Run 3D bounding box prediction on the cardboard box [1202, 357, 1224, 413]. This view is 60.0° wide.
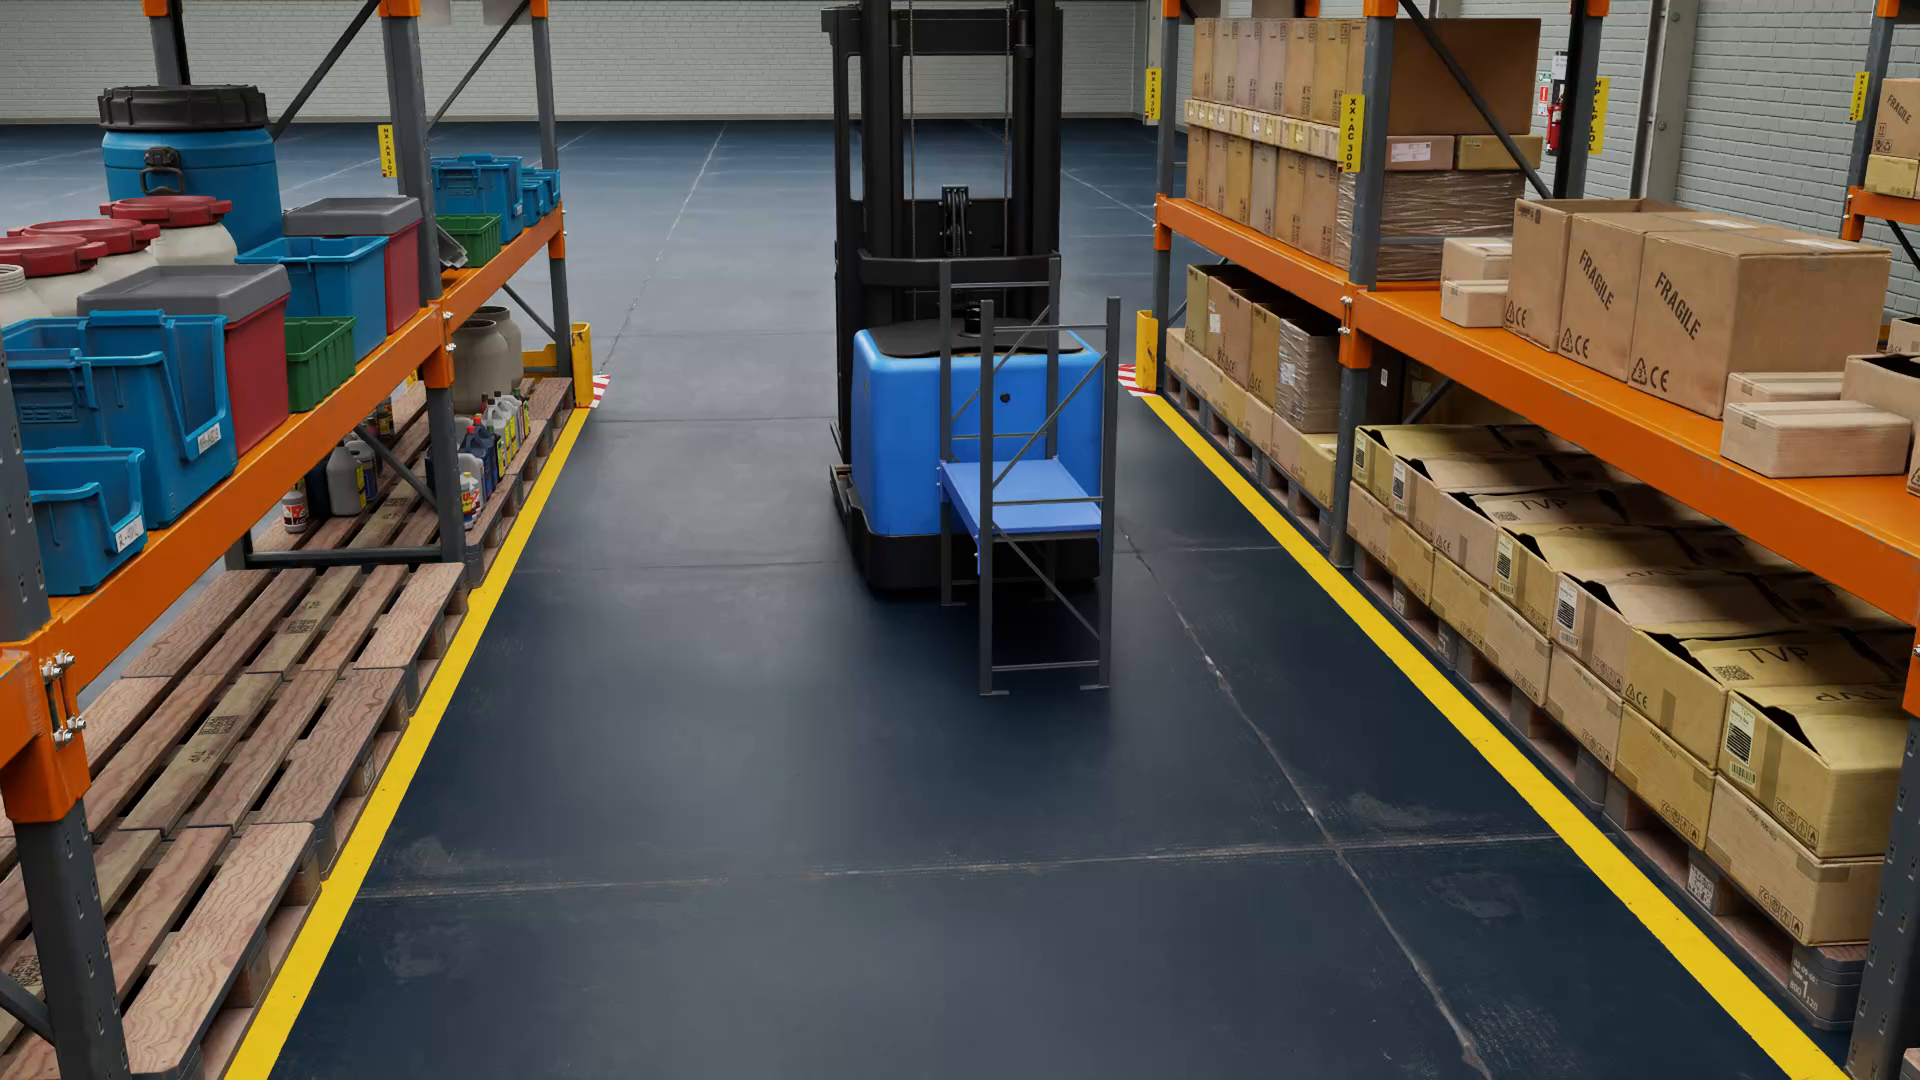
[{"bbox_3d":[1.770,-0.940,10.052,0.500,0.250,0.500,-2,18,-6],"label":"cardboard box"}]

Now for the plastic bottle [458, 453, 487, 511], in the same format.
[{"bbox_3d":[-2.343,-0.286,7.894,0.152,0.276,0.135,-1,17,-4],"label":"plastic bottle"}]

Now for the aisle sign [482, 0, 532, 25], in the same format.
[{"bbox_3d":[-2.810,-3.635,10.406,0.394,0.787,0.004,-2,18,-6],"label":"aisle sign"}]

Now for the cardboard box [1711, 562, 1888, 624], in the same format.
[{"bbox_3d":[2.780,0.238,5.363,0.500,0.311,0.500,-2,18,-7],"label":"cardboard box"}]

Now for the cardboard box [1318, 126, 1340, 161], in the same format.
[{"bbox_3d":[1.948,-1.907,7.994,0.380,0.149,0.250,-2,18,-7],"label":"cardboard box"}]

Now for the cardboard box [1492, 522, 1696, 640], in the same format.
[{"bbox_3d":[2.197,0.109,5.775,0.500,0.311,0.500,-1,17,-4],"label":"cardboard box"}]

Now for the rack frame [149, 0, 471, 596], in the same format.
[{"bbox_3d":[-2.685,-1.172,6.902,1.000,3.000,0.127,-2,18,-6],"label":"rack frame"}]

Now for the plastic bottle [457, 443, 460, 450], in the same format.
[{"bbox_3d":[-2.491,-0.373,8.178,0.097,0.271,0.097,0,17,0],"label":"plastic bottle"}]

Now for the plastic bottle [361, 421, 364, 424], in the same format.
[{"bbox_3d":[-3.154,-0.530,8.677,0.097,0.271,0.097,0,17,0],"label":"plastic bottle"}]

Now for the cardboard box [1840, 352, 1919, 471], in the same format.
[{"bbox_3d":[2.755,-0.362,4.471,0.500,0.311,0.500,-2,18,-6],"label":"cardboard box"}]

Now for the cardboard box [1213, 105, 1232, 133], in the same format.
[{"bbox_3d":[1.734,-2.521,9.949,0.380,0.149,0.250,-2,18,-6],"label":"cardboard box"}]

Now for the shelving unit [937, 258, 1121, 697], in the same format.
[{"bbox_3d":[0.243,-0.289,6.592,0.538,1.500,1.048,-3,18,-8],"label":"shelving unit"}]

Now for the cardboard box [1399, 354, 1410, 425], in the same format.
[{"bbox_3d":[2.446,-0.867,8.567,0.500,0.500,0.500,-2,18,-6],"label":"cardboard box"}]

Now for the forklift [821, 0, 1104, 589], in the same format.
[{"bbox_3d":[-0.096,-1.585,8.331,1.130,2.935,3.031,-3,18,-8],"label":"forklift"}]

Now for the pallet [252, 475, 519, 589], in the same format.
[{"bbox_3d":[-2.713,-0.043,7.961,1.003,0.211,1.213,-2,18,-6],"label":"pallet"}]

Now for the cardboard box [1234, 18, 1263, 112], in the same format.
[{"bbox_3d":[1.983,-2.720,9.501,0.700,0.500,0.500,-2,18,-5],"label":"cardboard box"}]

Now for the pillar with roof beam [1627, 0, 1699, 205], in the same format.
[{"bbox_3d":[2.788,-7.005,15.466,9.100,9.000,0.400,-2,18,-6],"label":"pillar with roof beam"}]

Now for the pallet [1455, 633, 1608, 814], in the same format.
[{"bbox_3d":[2.486,0.589,5.948,1.003,0.211,1.213,-2,18,-6],"label":"pallet"}]

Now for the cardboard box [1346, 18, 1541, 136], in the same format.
[{"bbox_3d":[2.190,-2.123,7.597,0.700,0.500,0.500,-2,18,-5],"label":"cardboard box"}]

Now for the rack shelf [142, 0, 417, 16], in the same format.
[{"bbox_3d":[-2.479,-1.664,4.663,1.077,0.370,4.000,-2,18,-6],"label":"rack shelf"}]

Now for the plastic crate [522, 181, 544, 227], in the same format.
[{"bbox_3d":[-2.687,-1.959,9.658,0.499,0.251,0.408,-2,18,-6],"label":"plastic crate"}]

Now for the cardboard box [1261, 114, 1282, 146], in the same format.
[{"bbox_3d":[1.841,-2.213,8.968,0.380,0.149,0.250,-1,17,-4],"label":"cardboard box"}]

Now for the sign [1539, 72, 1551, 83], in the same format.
[{"bbox_3d":[6.890,-5.449,19.582,0.001,0.109,0.331,-2,18,-6],"label":"sign"}]

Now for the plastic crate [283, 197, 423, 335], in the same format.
[{"bbox_3d":[-2.331,-1.068,6.463,0.402,0.464,0.583,-2,18,-6],"label":"plastic crate"}]

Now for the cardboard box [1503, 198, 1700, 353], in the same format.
[{"bbox_3d":[2.359,-0.985,6.141,0.500,0.500,0.500,-1,17,-2],"label":"cardboard box"}]

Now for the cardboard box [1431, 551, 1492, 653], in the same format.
[{"bbox_3d":[2.145,0.222,6.351,0.500,0.250,0.500,-2,18,-7],"label":"cardboard box"}]

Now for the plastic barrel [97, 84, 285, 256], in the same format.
[{"bbox_3d":[-2.947,-1.287,6.431,0.600,0.901,0.708,-2,18,-6],"label":"plastic barrel"}]

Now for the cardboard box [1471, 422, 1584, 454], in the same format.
[{"bbox_3d":[2.569,-0.368,7.295,0.500,0.311,0.500,-2,18,-6],"label":"cardboard box"}]

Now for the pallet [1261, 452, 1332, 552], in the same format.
[{"bbox_3d":[2.201,-0.232,8.563,1.003,0.211,1.213,-2,18,-6],"label":"pallet"}]

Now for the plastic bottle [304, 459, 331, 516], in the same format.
[{"bbox_3d":[-3.039,-0.301,7.816,0.144,0.351,0.185,-2,18,-7],"label":"plastic bottle"}]

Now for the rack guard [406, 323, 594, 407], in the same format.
[{"bbox_3d":[-3.043,-1.150,11.005,1.175,0.500,0.348,-2,18,-6],"label":"rack guard"}]

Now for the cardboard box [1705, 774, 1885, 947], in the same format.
[{"bbox_3d":[2.358,0.830,4.414,0.500,0.250,0.500,-1,17,-4],"label":"cardboard box"}]

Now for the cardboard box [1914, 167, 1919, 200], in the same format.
[{"bbox_3d":[6.558,-2.298,10.707,0.500,0.250,0.500,-2,18,-7],"label":"cardboard box"}]

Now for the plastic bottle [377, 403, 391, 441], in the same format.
[{"bbox_3d":[-3.210,-0.658,9.202,0.097,0.201,0.097,0,17,0],"label":"plastic bottle"}]

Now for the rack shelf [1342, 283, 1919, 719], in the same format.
[{"bbox_3d":[2.448,-0.385,5.596,1.077,0.370,4.000,-2,18,-6],"label":"rack shelf"}]

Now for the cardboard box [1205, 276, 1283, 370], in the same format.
[{"bbox_3d":[1.781,-1.298,9.940,0.500,0.500,0.500,-2,18,-6],"label":"cardboard box"}]

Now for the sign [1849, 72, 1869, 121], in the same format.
[{"bbox_3d":[6.216,-3.066,11.490,0.100,0.325,0.005,-2,18,-6],"label":"sign"}]

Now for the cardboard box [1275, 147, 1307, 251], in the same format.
[{"bbox_3d":[2.081,-1.810,8.768,0.700,0.500,0.500,-2,17,-5],"label":"cardboard box"}]

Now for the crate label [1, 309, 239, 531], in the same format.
[{"bbox_3d":[-2.106,-0.301,4.070,0.502,0.435,0.616,-2,18,-6],"label":"crate label"}]

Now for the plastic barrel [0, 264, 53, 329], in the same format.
[{"bbox_3d":[-2.635,-0.459,4.444,0.421,0.512,0.421,0,17,0],"label":"plastic barrel"}]

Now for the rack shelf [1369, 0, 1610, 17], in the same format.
[{"bbox_3d":[2.448,-1.816,5.147,1.077,0.370,4.000,-2,18,-6],"label":"rack shelf"}]

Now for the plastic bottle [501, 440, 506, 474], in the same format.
[{"bbox_3d":[-2.381,-0.441,8.512,0.097,0.201,0.097,0,17,0],"label":"plastic bottle"}]

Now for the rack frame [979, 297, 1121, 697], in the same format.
[{"bbox_3d":[0.322,-0.138,6.113,0.500,1.500,0.032,-3,18,-8],"label":"rack frame"}]

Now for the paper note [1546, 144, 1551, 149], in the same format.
[{"bbox_3d":[6.903,-4.648,19.444,0.016,0.148,0.142,-2,18,-6],"label":"paper note"}]

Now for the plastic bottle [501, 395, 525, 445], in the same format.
[{"bbox_3d":[-2.474,-0.665,9.099,0.152,0.276,0.135,-2,18,-5],"label":"plastic bottle"}]

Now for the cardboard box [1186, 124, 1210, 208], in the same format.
[{"bbox_3d":[1.865,-2.424,10.723,0.700,0.500,0.500,-2,18,-6],"label":"cardboard box"}]

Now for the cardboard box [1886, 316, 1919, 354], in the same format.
[{"bbox_3d":[6.738,-1.388,11.344,0.500,0.311,0.500,-4,18,-12],"label":"cardboard box"}]

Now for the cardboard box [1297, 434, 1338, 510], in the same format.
[{"bbox_3d":[1.977,-0.344,8.154,0.500,0.250,0.500,-2,18,-6],"label":"cardboard box"}]

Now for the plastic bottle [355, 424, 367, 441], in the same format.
[{"bbox_3d":[-2.992,-0.433,8.349,0.061,0.283,0.133,-2,18,-6],"label":"plastic bottle"}]
